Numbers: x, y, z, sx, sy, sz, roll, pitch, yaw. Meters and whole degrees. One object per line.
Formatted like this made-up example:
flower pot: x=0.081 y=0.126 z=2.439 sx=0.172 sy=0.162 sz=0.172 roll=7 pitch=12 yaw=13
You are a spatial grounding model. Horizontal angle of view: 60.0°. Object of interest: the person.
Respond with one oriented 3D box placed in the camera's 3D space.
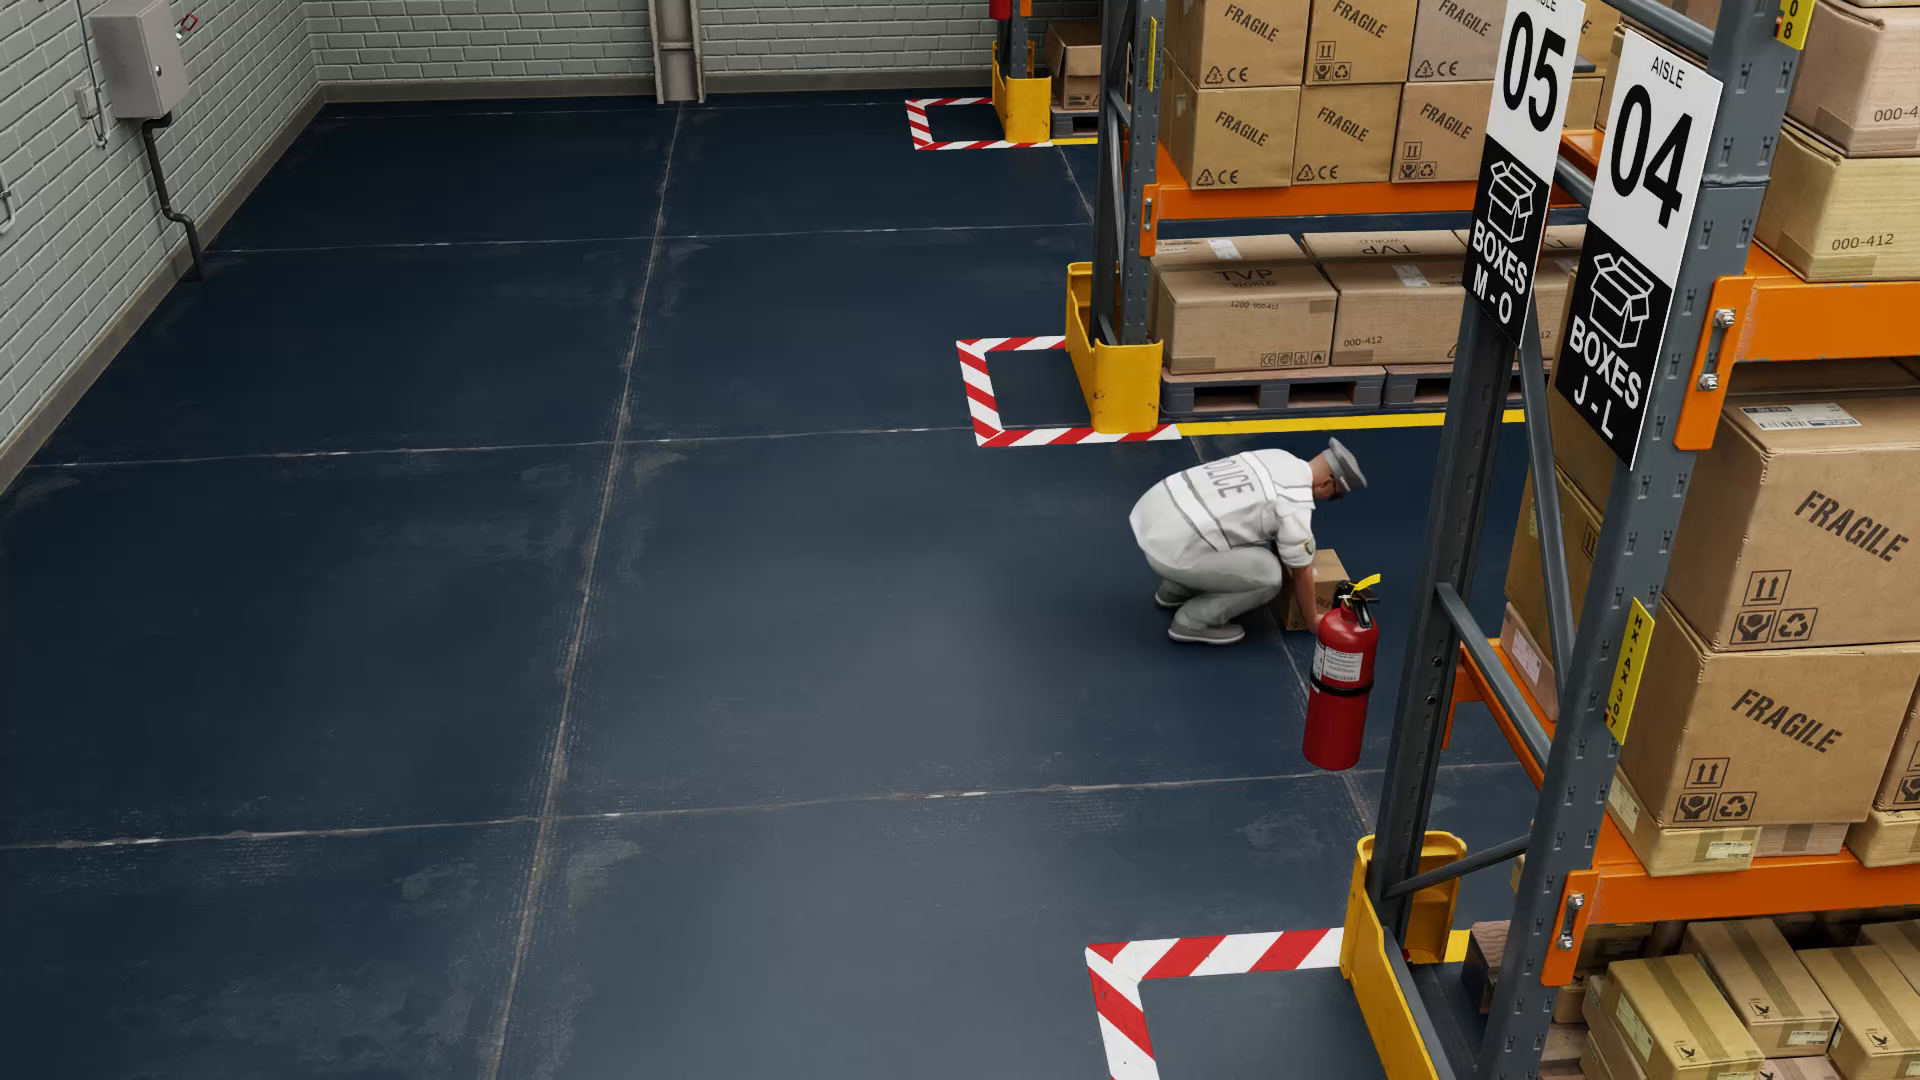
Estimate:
person: x=1.222 y=0.011 z=7.080 sx=1.002 sy=0.872 sz=0.537 roll=-3 pitch=31 yaw=-5
